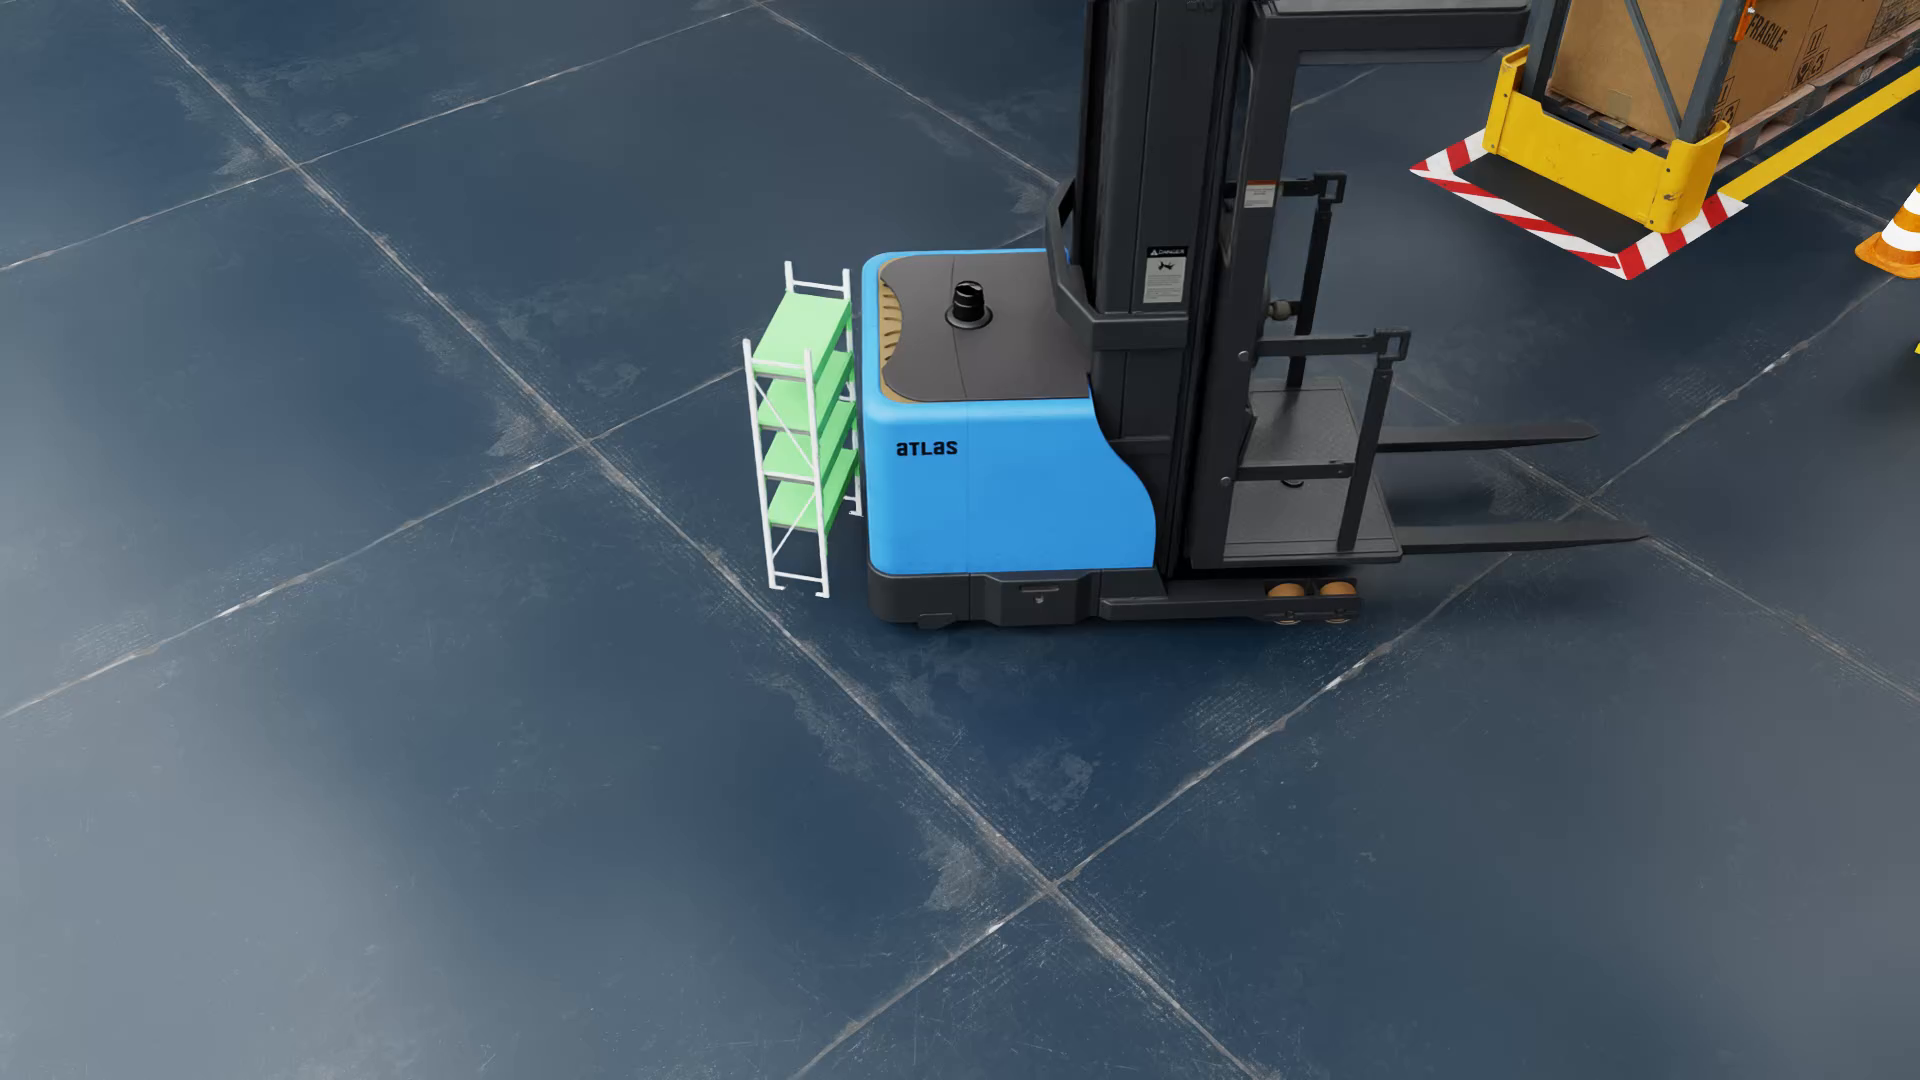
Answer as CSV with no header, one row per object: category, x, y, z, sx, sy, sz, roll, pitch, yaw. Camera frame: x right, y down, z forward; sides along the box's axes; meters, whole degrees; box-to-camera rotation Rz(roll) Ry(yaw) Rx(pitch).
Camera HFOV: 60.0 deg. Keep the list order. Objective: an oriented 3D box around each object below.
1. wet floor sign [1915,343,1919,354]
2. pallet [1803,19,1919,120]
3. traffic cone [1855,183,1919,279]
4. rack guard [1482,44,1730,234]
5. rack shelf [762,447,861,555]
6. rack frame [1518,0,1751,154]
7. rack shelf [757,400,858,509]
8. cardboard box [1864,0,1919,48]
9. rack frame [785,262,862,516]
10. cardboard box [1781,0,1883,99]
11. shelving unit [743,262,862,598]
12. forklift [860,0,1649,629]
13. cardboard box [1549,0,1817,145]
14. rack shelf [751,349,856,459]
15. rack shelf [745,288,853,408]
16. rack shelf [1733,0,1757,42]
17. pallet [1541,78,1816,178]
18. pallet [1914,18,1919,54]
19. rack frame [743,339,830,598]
wet floor sign,4.580,-1.103,7.453,0.267,0.644,0.232,30,51,28
pallet,4.830,-2.923,9.708,1.213,0.211,1.003,-30,51,-28
traffic cone,4.650,-1.577,8.091,0.334,0.463,0.336,-30,51,-28
rack guard,3.313,-2.092,8.612,0.348,0.500,1.175,-30,51,-28
rack shelf,-0.575,-0.174,6.503,0.258,0.148,0.480,9,44,9
rack frame,3.332,-3.014,7.768,0.127,3.000,1.000,-30,51,-28
rack shelf,-0.575,-0.349,6.338,0.258,0.148,0.480,9,44,9
cardboard box,5.183,-3.512,9.543,0.875,0.875,0.875,-29,51,-28
rack frame,-0.521,-0.558,6.468,0.240,1.200,0.015,9,44,9
cardboard box,4.483,-3.112,9.118,0.875,0.875,0.875,-31,51,-28
shelving unit,-0.575,-0.396,6.295,0.258,1.200,0.503,9,44,9
forklift,1.146,-1.105,5.785,3.031,2.935,1.130,-2,43,-2
cardboard box,3.809,-2.725,8.706,0.875,0.875,0.875,-29,51,-28
rack shelf,-0.575,-0.524,6.174,0.258,0.148,0.480,9,44,9
rack shelf,-0.575,-0.699,6.010,0.258,0.148,0.480,9,44,9
rack shelf,4.866,-3.630,8.949,4.000,0.370,1.077,-30,51,-28
pallet,3.895,-2.389,9.140,1.213,0.211,1.003,-30,51,-28
pallet,5.766,-3.461,10.281,1.213,0.211,1.003,-30,51,-28
rack frame,-0.629,-0.233,6.121,0.240,1.200,0.015,9,44,9
